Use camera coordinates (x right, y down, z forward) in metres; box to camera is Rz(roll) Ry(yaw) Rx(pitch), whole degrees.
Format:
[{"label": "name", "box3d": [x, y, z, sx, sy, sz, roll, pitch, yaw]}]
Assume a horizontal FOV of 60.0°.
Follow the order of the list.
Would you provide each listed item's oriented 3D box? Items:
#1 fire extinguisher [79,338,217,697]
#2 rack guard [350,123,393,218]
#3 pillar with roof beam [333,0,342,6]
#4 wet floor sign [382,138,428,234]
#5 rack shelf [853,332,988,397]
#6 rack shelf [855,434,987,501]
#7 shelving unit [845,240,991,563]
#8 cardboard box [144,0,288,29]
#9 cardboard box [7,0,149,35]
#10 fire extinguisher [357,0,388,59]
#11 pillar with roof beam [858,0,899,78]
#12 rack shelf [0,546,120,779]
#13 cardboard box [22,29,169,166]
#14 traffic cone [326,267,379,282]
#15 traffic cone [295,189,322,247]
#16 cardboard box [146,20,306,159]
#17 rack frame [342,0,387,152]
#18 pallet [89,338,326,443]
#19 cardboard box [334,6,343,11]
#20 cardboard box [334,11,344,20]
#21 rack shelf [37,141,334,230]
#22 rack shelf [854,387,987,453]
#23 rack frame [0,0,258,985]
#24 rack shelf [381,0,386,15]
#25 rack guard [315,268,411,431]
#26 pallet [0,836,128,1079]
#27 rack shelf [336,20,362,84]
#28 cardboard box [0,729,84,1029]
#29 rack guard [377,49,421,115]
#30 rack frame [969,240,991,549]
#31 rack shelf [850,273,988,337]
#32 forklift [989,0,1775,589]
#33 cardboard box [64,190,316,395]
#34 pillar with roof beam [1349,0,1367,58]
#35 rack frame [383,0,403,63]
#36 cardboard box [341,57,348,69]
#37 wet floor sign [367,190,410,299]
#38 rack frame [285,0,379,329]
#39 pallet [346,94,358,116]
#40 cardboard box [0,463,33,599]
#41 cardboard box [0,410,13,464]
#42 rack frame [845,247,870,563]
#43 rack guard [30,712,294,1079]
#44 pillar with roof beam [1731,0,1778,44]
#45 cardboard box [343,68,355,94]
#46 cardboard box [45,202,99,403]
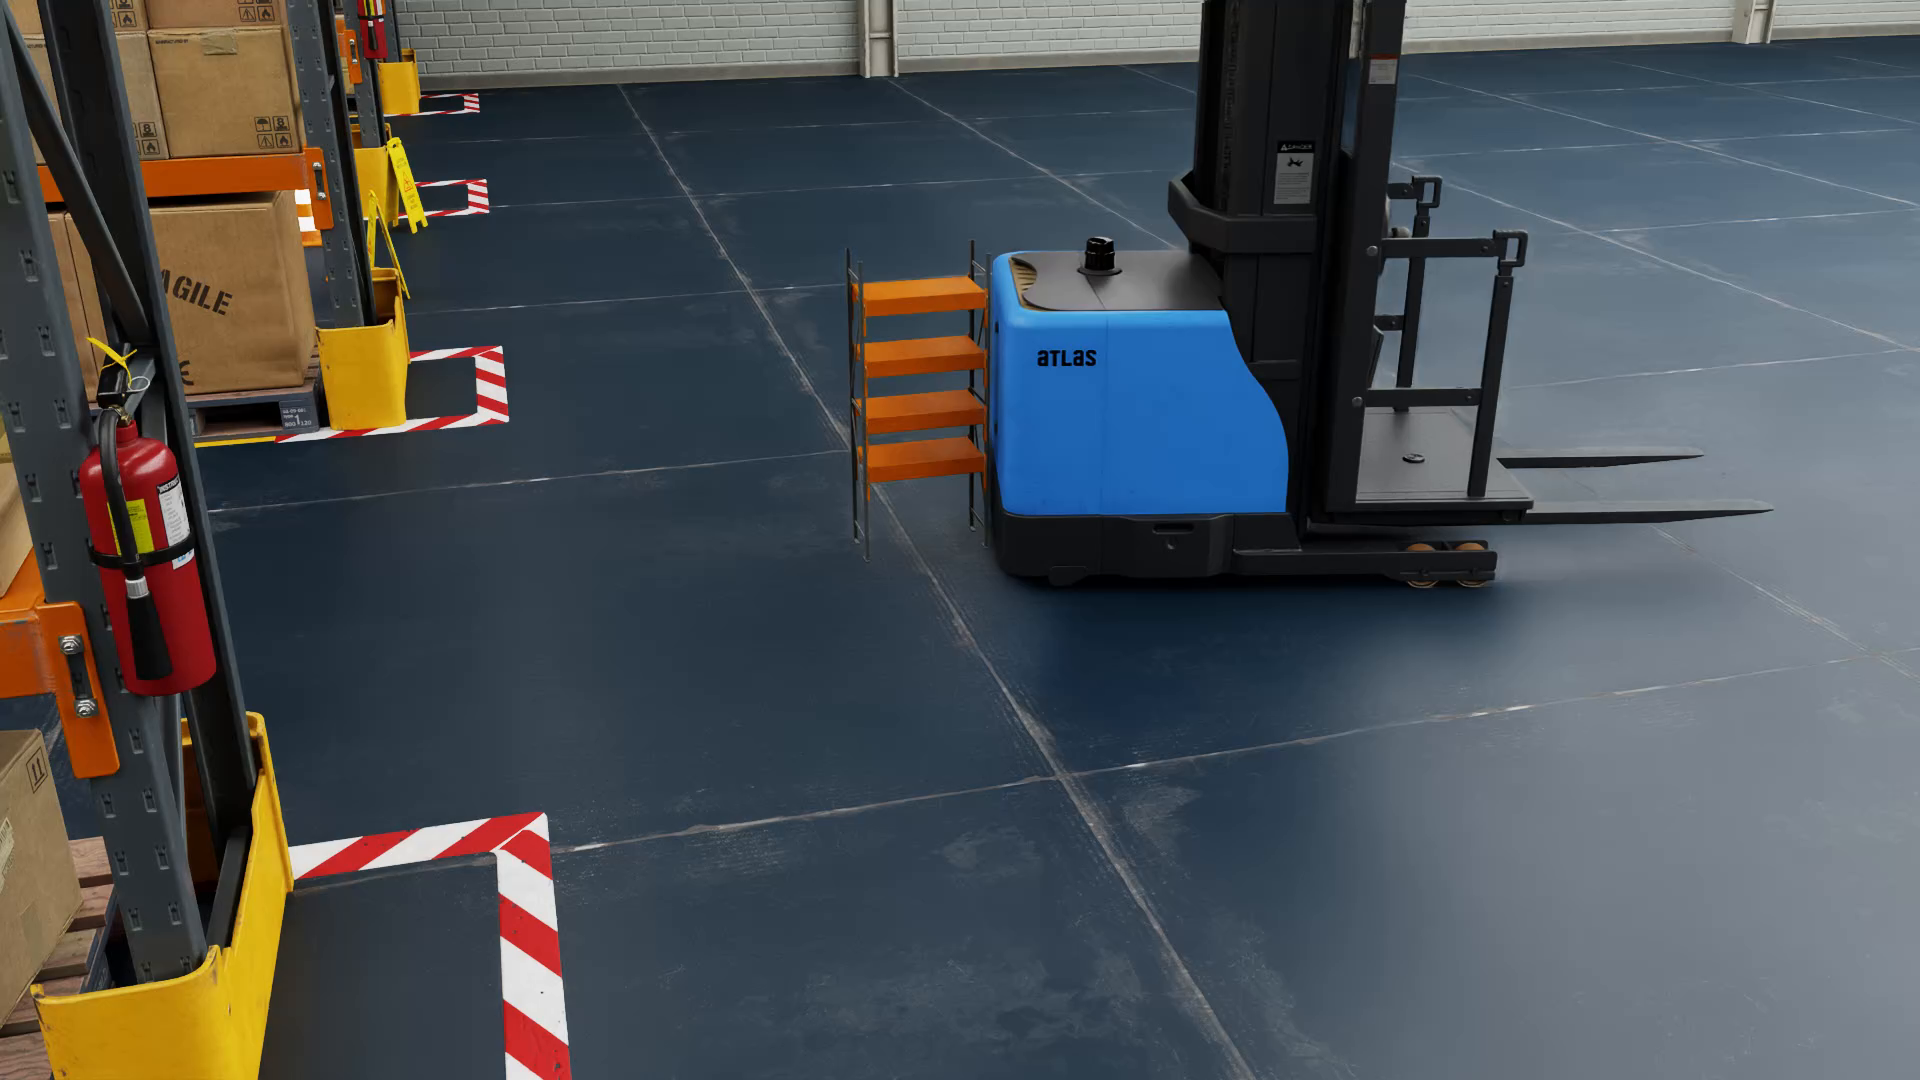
[{"label": "fire extinguisher", "box3d": [-1.550, -0.039, 3.134, 0.183, 0.674, 0.296, -6, 24, -14]}, {"label": "rack guard", "box3d": [-4.535, -2.843, 12.741, 0.348, 0.500, 1.175, -6, 24, -14]}, {"label": "pillar with roof beam", "box3d": [-5.557, -7.274, 12.290, 0.400, 9.000, 9.100, -6, 24, -14]}, {"label": "wet floor sign", "box3d": [-3.990, -2.531, 11.831, 0.232, 0.644, 0.267, 2, 23, 4]}, {"label": "rack shelf", "box3d": [-0.159, -0.677, 6.411, 0.480, 0.148, 0.258, -6, 24, -14]}, {"label": "rack shelf", "box3d": [-0.159, -0.289, 6.577, 0.480, 0.148, 0.258, -6, 24, -14]}, {"label": "shelving unit", "box3d": [-0.159, -0.534, 6.472, 0.503, 1.200, 0.258, -6, 24, -14]}, {"label": "cardboard box", "box3d": [-3.395, -2.671, 7.612, 0.550, 0.550, 0.875, -6, 24, -14]}, {"label": "cardboard box", "box3d": [-3.900, -2.578, 7.394, 0.550, 0.550, 0.875, -6, 24, -14]}, {"label": "fire extinguisher", "box3d": [-4.227, -3.801, 11.903, 0.183, 0.674, 0.296, -6, 24, -14]}, {"label": "pillar with roof beam", "box3d": [0.220, -7.913, 13.780, 0.400, 9.000, 9.100, -6, 24, -14]}, {"label": "rack shelf", "box3d": [-3.711, 0.307, 3.144, 4.000, 0.370, 1.077, -6, 24, -14]}, {"label": "cardboard box", "box3d": [-3.896, -2.076, 7.594, 0.550, 0.550, 0.875, -6, 24, -14]}, {"label": "traffic cone", "box3d": [-3.900, -1.913, 10.621, 0.334, 0.463, 0.336, -6, 24, -14]}, {"label": "traffic cone", "box3d": [-4.527, -2.298, 11.519, 0.334, 0.463, 0.336, -6, 24, -14]}, {"label": "cardboard box", "box3d": [-3.373, -2.143, 7.750, 0.550, 0.550, 0.875, -6, 24, -14]}, {"label": "rack frame", "box3d": [-4.462, -3.999, 12.267, 0.127, 3.000, 1.000, -6, 24, -14]}, {"label": "pallet", "box3d": [-3.776, -0.735, 8.194, 1.213, 0.211, 1.003, -6, 24, -14]}, {"label": "cardboard box", "box3d": [-6.320, -5.293, 16.968, 0.500, 0.250, 0.500, -7, 24, -15]}, {"label": "cardboard box", "box3d": [-6.165, -5.105, 16.530, 0.500, 0.250, 0.500, -5, 24, -13]}, {"label": "rack shelf", "box3d": [-4.953, -1.587, 7.557, 4.000, 0.370, 1.077, -6, 24, -14]}, {"label": "rack shelf", "box3d": [-0.159, -0.472, 6.499, 0.480, 0.148, 0.258, -6, 24, -14]}, {"label": "rack frame", "box3d": [-1.785, -0.237, 3.498, 0.127, 3.000, 1.000, -6, 24, -14]}, {"label": "rack shelf", "box3d": [-7.732, -5.340, 16.303, 4.000, 0.370, 1.077, -6, 24, -14]}, {"label": "rack guard", "box3d": [-3.004, -0.985, 8.411, 0.348, 0.500, 1.175, -6, 24, -14]}, {"label": "pallet", "box3d": [-2.650, 1.126, 3.859, 1.213, 0.211, 1.003, -6, 24, -14]}, {"label": "rack shelf", "box3d": [-6.388, -3.456, 11.912, 4.000, 0.370, 1.077, -6, 24, -14]}, {"label": "cardboard box", "box3d": [-2.391, 0.779, 3.768, 0.500, 0.500, 0.500, -2, 23, -5]}, {"label": "rack guard", "box3d": [-5.783, -4.737, 17.157, 0.348, 0.500, 1.175, -6, 24, -14]}, {"label": "rack frame", "box3d": [0.076, -0.560, 6.533, 0.015, 1.200, 0.240, -6, 24, -14]}, {"label": "rack shelf", "box3d": [-0.159, -0.895, 6.317, 0.480, 0.148, 0.258, -6, 24, -14]}, {"label": "forklift", "box3d": [1.646, -1.372, 6.230, 3.031, 2.935, 1.130, -1, 23, -2]}, {"label": "cardboard box", "box3d": [-3.663, -1.250, 8.021, 0.875, 0.875, 0.875, -6, 24, -14]}, {"label": "pillar with roof beam", "box3d": [5.997, -8.552, 15.269, 0.400, 9.000, 9.100, -6, 24, -14]}, {"label": "rack frame", "box3d": [-5.806, -5.884, 16.658, 0.127, 3.000, 1.000, -6, 24, -14]}, {"label": "cardboard box", "box3d": [-6.191, -4.872, 16.621, 0.500, 0.250, 0.500, -7, 24, -15]}, {"label": "wet floor sign", "box3d": [-3.534, -1.804, 10.135, 0.232, 0.644, 0.267, -11, 25, -23]}, {"label": "rack frame", "box3d": [-3.027, -2.131, 7.912, 0.127, 3.000, 1.000, -6, 24, -14]}, {"label": "pallet", "box3d": [-6.531, -4.505, 16.981, 1.213, 0.211, 1.003, -6, 24, -14]}, {"label": "cardboard box", "box3d": [-2.004, -0.013, 3.294, 0.250, 0.149, 0.380, -6, 24, -14]}, {"label": "cardboard box", "box3d": [-2.124, -0.182, 3.688, 0.250, 0.149, 0.380, -6, 24, -14]}, {"label": "rack frame", "box3d": [-0.394, -0.508, 6.412, 0.015, 1.200, 0.240, -6, 24, -14]}, {"label": "rack guard", "box3d": [-1.858, 0.920, 3.972, 0.348, 0.500, 1.175, -6, 24, -14]}, {"label": "pillar with roof beam", "box3d": [11.774, -9.191, 16.759, 0.400, 9.000, 9.100, -6, 24, -14]}, {"label": "cardboard box", "box3d": [-6.173, -4.643, 16.721, 0.500, 0.250, 0.500, -6, 24, -14]}, {"label": "cardboard box", "box3d": [-4.509, -1.156, 7.801, 0.875, 0.875, 0.875, -7, 24, -15]}]
